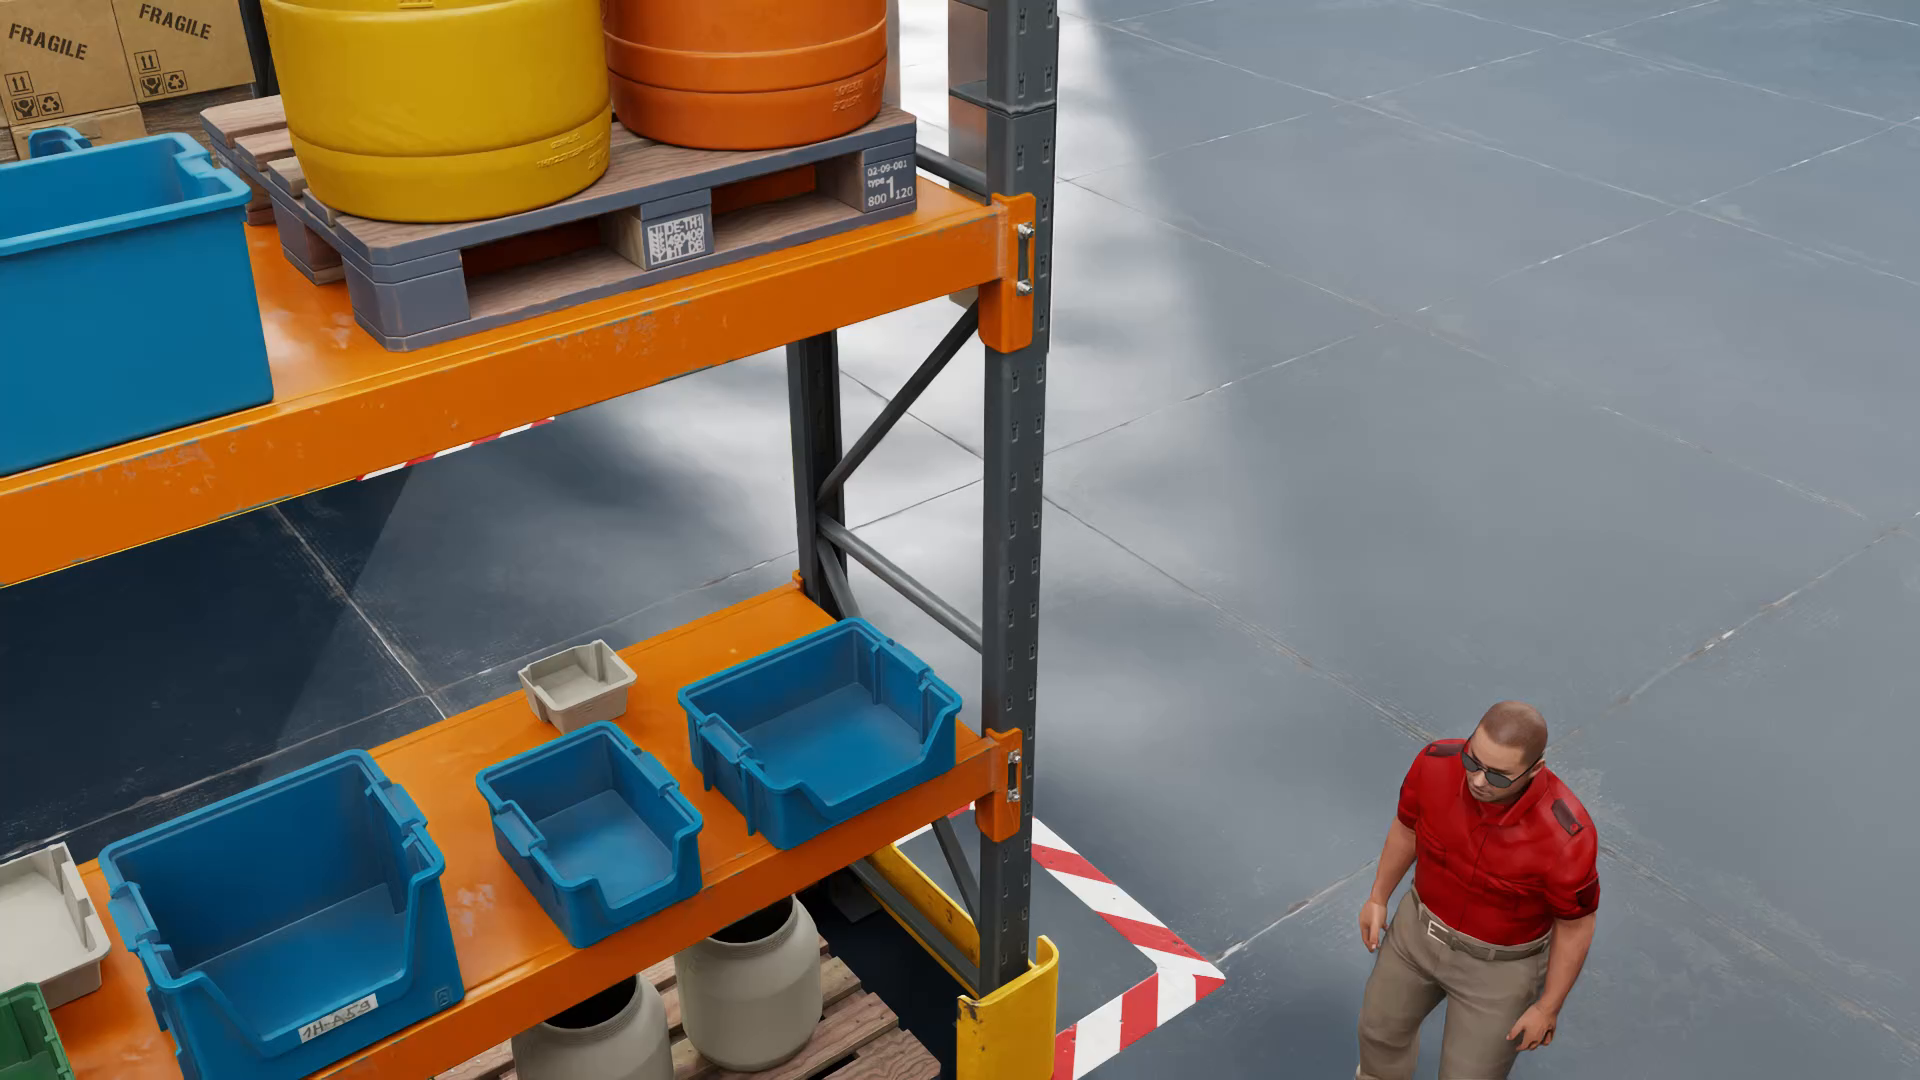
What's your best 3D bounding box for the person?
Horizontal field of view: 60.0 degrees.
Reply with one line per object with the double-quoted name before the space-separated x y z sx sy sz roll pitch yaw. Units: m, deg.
"person" 1.323 1.093 4.399 0.393 1.726 0.601 -25 40 -34
